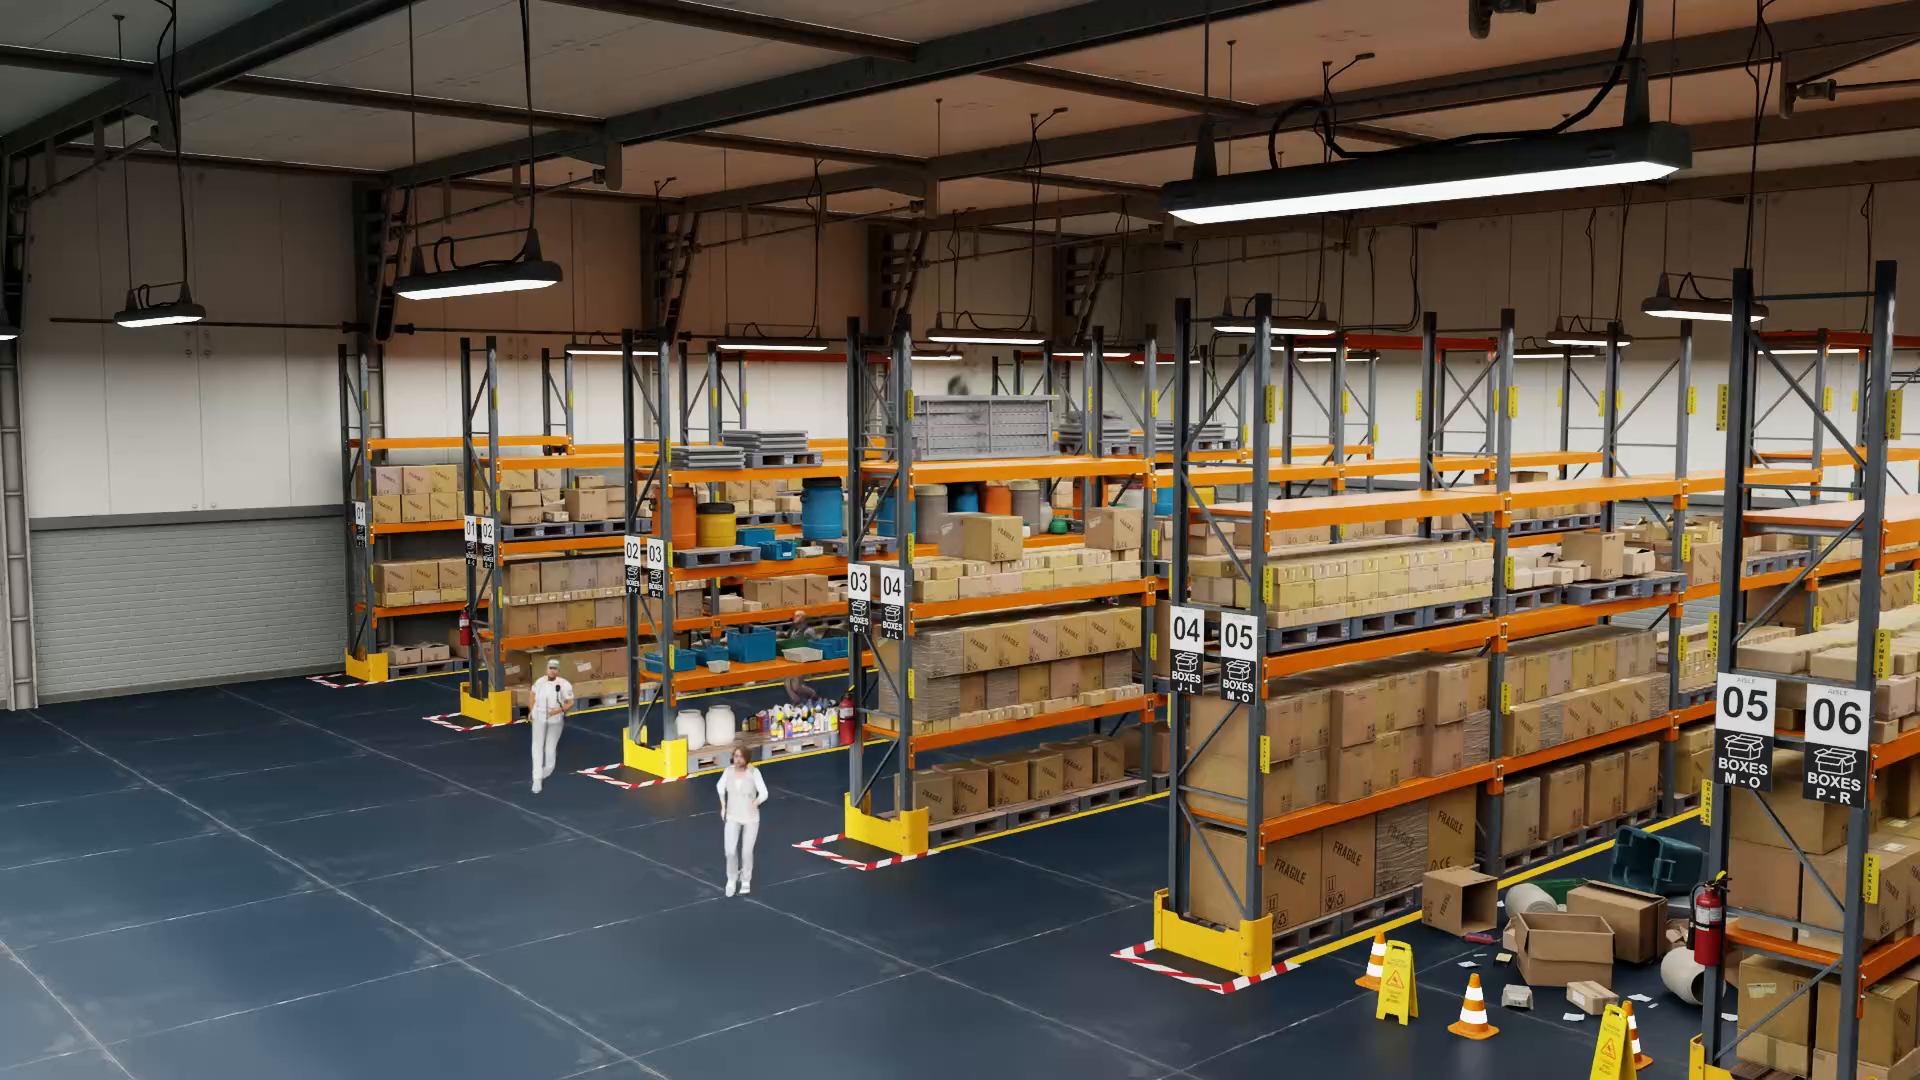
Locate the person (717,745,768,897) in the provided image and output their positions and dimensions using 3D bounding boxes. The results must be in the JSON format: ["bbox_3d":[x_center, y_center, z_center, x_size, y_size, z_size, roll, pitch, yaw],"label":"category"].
[{"bbox_3d":[-2.219,2.857,16.906,0.538,1.571,0.630,0,5,-1],"label":"person"}]

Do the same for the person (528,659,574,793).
[{"bbox_3d":[-5.363,2.393,21.798,0.606,1.662,0.864,0,5,-5],"label":"person"}]

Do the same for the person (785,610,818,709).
[{"bbox_3d":[-2.580,1.959,26.482,0.656,1.671,0.603,4,7,38],"label":"person"}]
